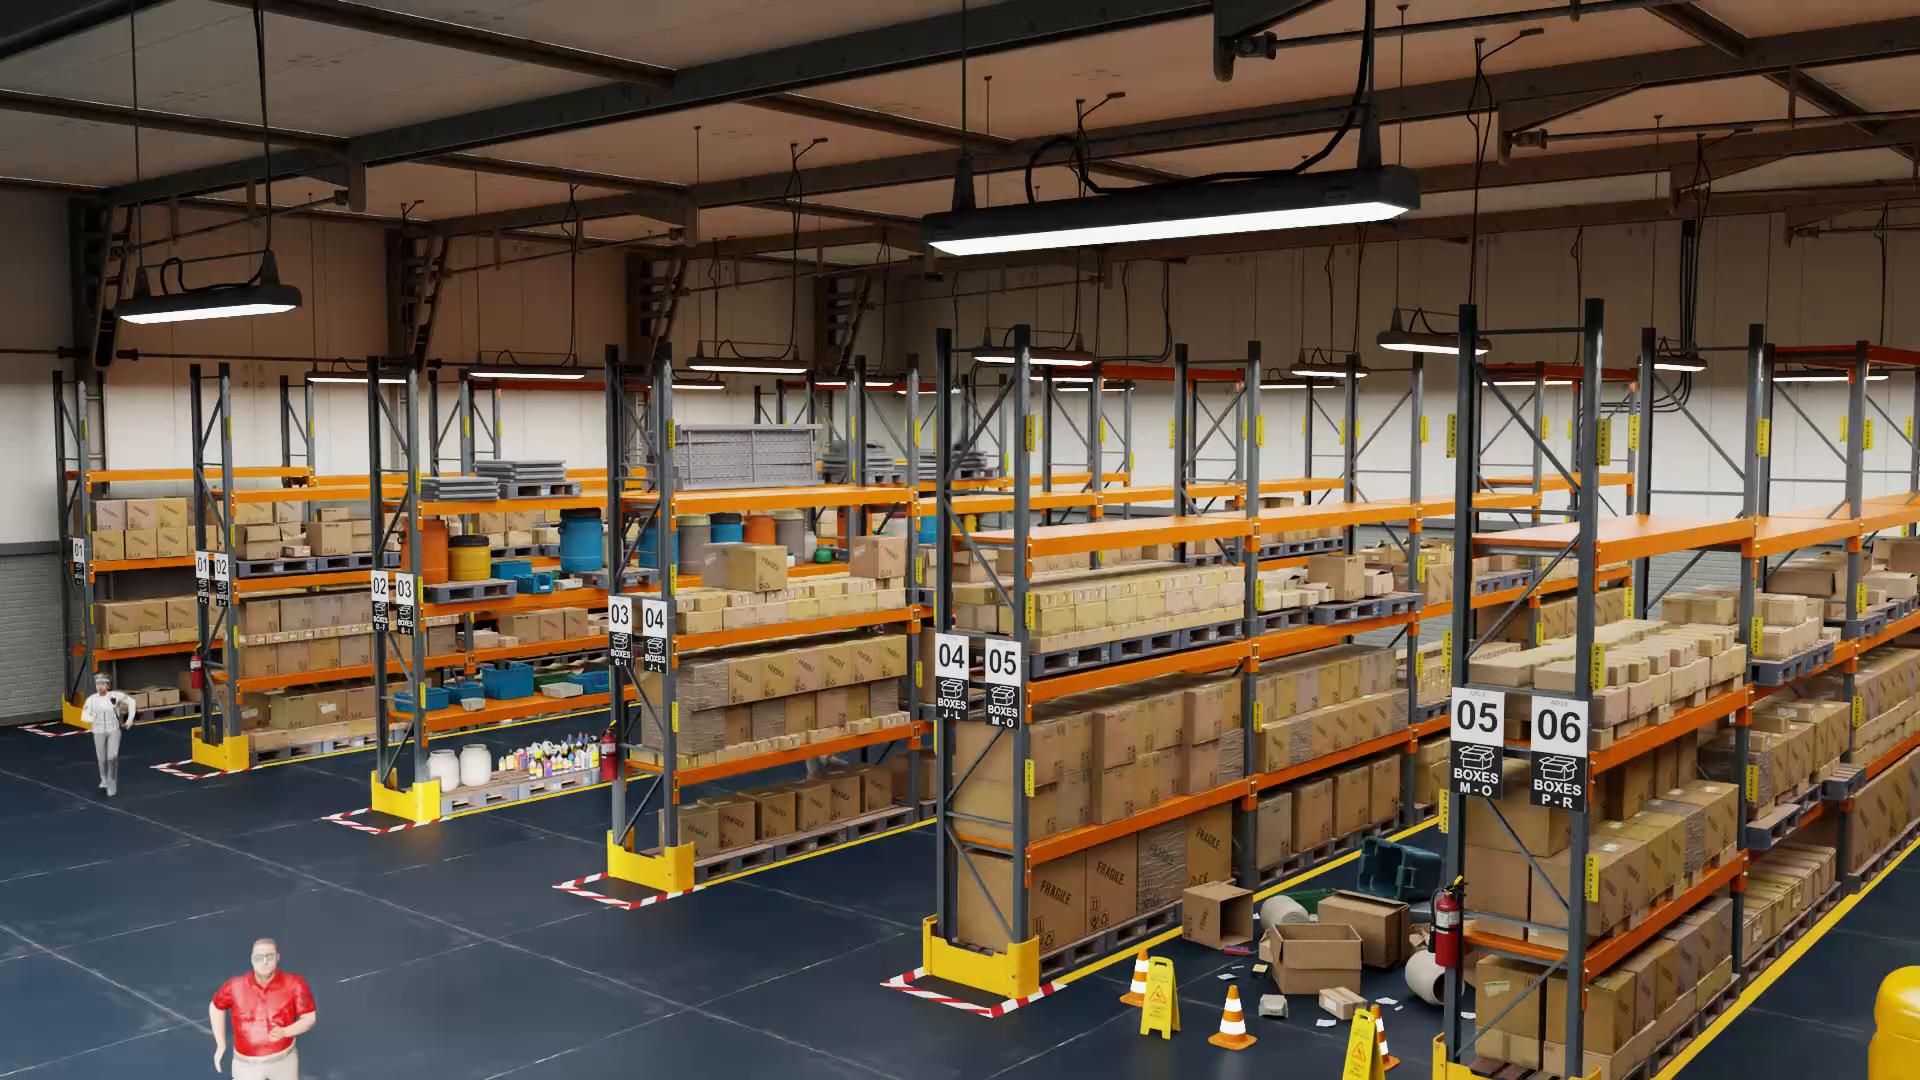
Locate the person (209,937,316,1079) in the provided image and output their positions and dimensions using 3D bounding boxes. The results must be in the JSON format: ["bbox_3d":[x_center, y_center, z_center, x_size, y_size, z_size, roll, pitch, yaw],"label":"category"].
[{"bbox_3d":[-4.583,3.525,10.981,0.631,1.796,0.754,-2,5,-27],"label":"person"}]

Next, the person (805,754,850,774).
[{"bbox_3d":[-1.880,2.639,23.041,0.711,1.732,0.795,4,5,41],"label":"person"}]

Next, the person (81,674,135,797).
[{"bbox_3d":[-11.729,2.665,22.918,0.617,1.699,0.842,-1,4,-16],"label":"person"}]
